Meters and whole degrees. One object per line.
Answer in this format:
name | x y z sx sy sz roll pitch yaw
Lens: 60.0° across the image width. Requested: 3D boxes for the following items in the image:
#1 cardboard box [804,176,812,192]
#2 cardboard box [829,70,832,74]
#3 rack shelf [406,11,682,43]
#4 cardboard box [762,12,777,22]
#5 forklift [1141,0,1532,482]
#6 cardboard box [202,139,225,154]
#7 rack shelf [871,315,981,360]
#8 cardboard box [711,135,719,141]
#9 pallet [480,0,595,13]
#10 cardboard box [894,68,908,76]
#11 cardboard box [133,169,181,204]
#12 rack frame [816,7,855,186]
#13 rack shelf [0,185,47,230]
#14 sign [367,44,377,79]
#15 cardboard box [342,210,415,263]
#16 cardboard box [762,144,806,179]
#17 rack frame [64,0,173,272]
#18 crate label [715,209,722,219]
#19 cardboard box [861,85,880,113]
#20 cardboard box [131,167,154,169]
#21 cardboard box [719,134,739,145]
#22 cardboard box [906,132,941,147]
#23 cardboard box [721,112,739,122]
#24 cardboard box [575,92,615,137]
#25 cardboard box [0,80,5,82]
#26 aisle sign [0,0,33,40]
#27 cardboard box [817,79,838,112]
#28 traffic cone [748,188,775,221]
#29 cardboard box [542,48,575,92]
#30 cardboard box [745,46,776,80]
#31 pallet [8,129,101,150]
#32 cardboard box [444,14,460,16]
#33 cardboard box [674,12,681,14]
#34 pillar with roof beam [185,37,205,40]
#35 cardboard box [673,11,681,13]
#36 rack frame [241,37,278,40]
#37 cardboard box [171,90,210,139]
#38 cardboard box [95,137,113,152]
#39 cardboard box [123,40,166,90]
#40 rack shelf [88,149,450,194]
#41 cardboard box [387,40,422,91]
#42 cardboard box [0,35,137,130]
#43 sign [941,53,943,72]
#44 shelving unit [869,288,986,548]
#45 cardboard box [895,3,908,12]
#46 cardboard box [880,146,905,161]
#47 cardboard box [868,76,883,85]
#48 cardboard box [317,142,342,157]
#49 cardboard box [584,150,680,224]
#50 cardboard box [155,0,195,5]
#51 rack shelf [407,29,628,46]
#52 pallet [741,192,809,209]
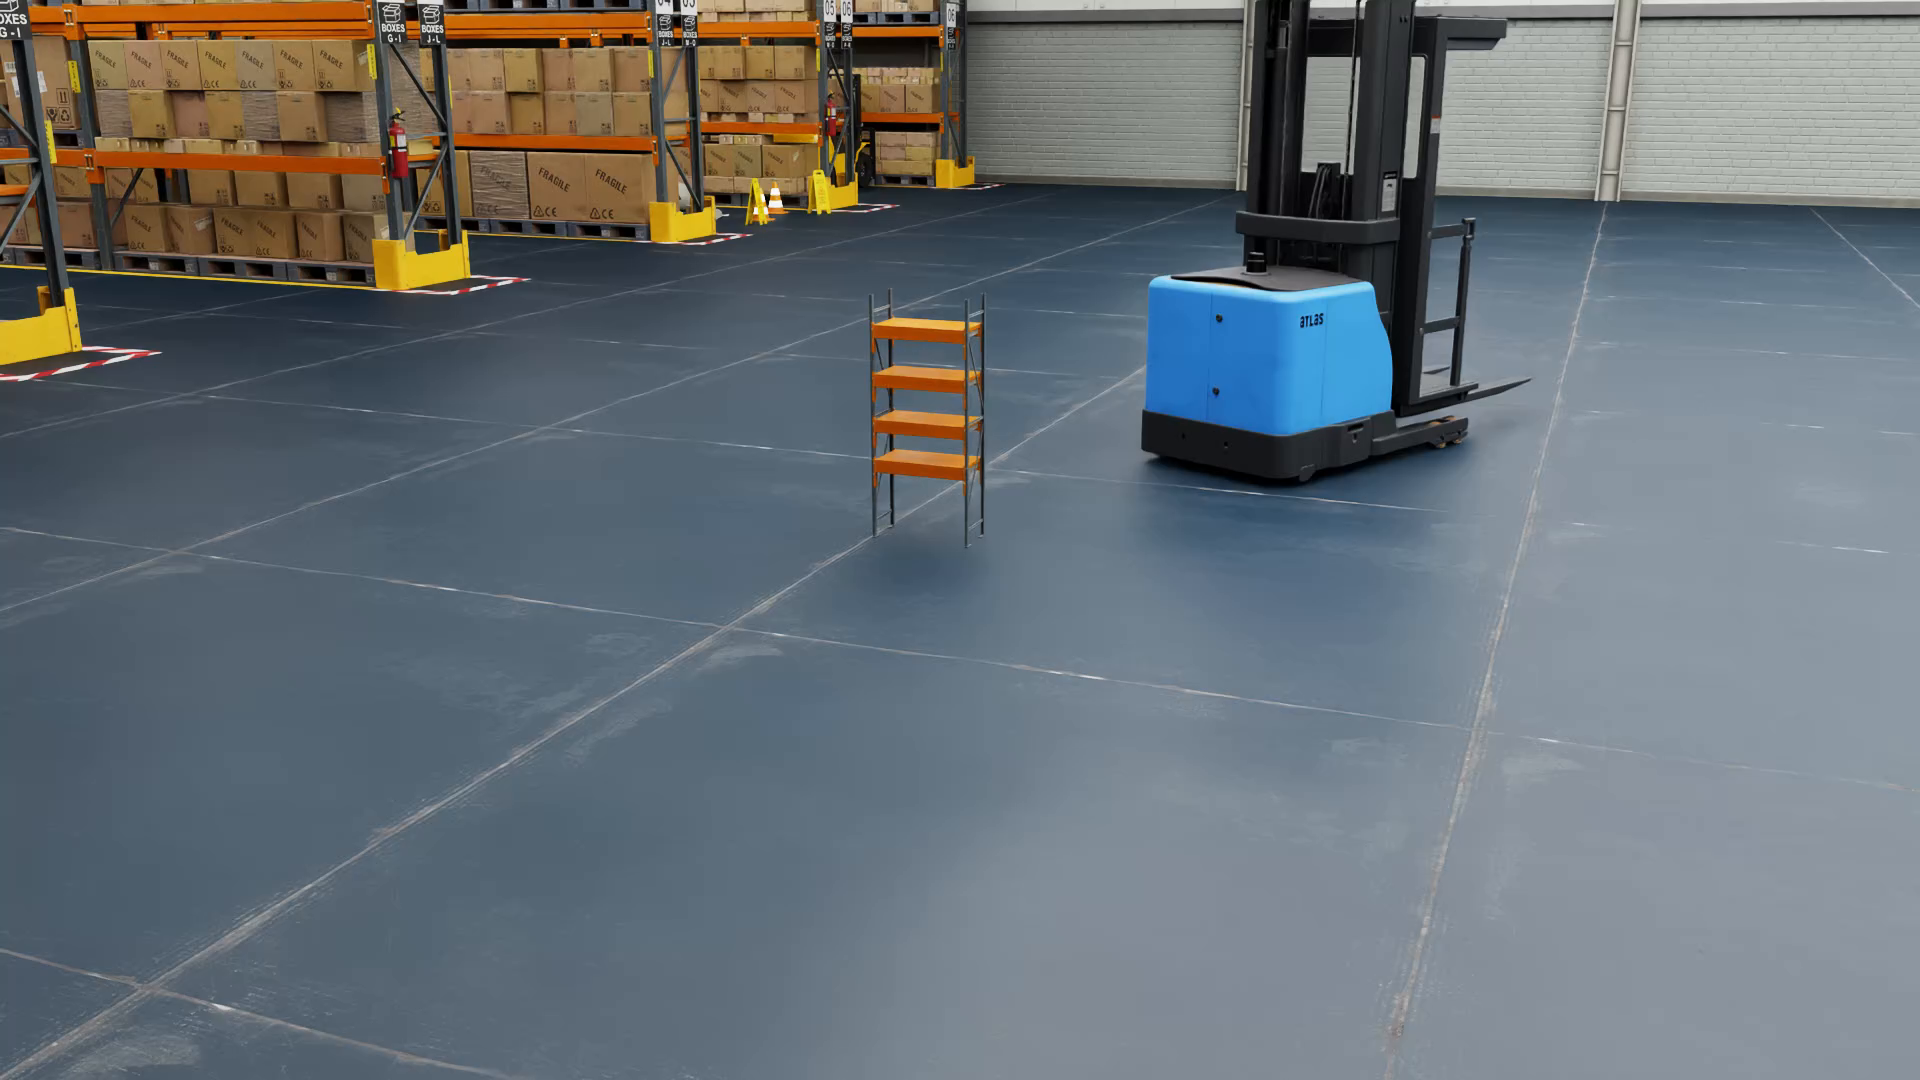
cardboard box | -2.576 -5.747 26.768 0.500 0.250 0.500 6 17 20
cardboard box | -2.416 -8.690 30.850 0.250 0.149 0.380 6 17 20
rack shelf | -5.510 -6.717 21.841 4.000 0.370 1.077 6 17 21
cardboard box | -2.840 -8.048 25.587 0.250 0.149 0.380 7 18 22
forklift | 2.483 -2.054 9.991 3.031 2.935 1.130 -15 22 -41
cardboard box | -7.795 -4.180 17.642 0.250 0.149 0.380 6 17 21
rack shelf | -0.154 -0.971 7.955 0.480 0.148 0.258 6 17 21
cardboard box | -4.320 -7.520 32.203 0.625 0.625 0.875 7 18 23
pallet | -5.482 -7.013 21.728 1.213 0.211 1.003 6 17 21
cardboard box | -1.014 -8.520 30.266 0.250 0.149 0.380 7 17 22
cardboard box | -11.800 -5.236 24.561 0.500 0.500 0.500 6 17 20
rack frame | -1.927 -6.711 25.911 0.127 3.000 1.000 6 17 21
rack shelf | -9.241 -2.716 13.438 4.000 0.370 1.077 6 17 21
sign | -5.786 -4.707 16.364 0.005 0.325 0.100 6 17 21
cardboard box | -6.138 -3.211 17.583 0.500 0.500 0.500 10 19 31
cardboard box | -2.768 -5.967 26.181 0.500 0.500 0.500 6 17 21
rack frame | -9.285 -4.550 18.468 0.127 3.000 1.000 6 17 21
crate label | -3.646 -4.788 24.420 0.298 0.136 0.250 -2 16 -8
cardboard box | -1.620 -8.137 30.643 0.500 0.500 0.500 6 17 20
cardboard box | -11.824 -5.599 24.465 0.500 0.250 0.500 6 17 19
cardboard box | -3.612 -6.353 26.346 0.250 0.149 0.380 7 18 23
cardboard box | -0.652 -7.327 30.416 0.500 0.250 0.500 7 18 22
cardboard box | -3.569 -6.686 26.275 0.250 0.149 0.380 6 17 20
cardboard box | -4.531 -5.566 21.697 0.550 0.550 0.875 6 17 21
cardboard box | -14.116 -6.798 24.840 0.250 0.149 0.380 6 17 21
aisle sign | -7.206 -4.174 12.507 0.004 0.787 0.394 6 17 21
cardboard box | -2.266 -7.023 26.271 0.500 0.500 0.500 6 17 20
traffic cone | -2.892 -4.880 24.153 0.334 0.463 0.336 6 17 21
cardboard box | -4.997 -6.181 21.878 0.550 0.550 0.875 6 17 21
cardboard box | -2.951 -7.432 25.887 0.500 0.500 0.700 6 17 21
pallet | -9.942 -4.574 18.894 1.213 0.211 1.003 6 17 21
cardboard box | -8.491 -8.919 27.955 0.500 0.500 0.700 6 17 21
cardboard box | -4.281 -8.190 26.076 0.250 0.149 0.380 6 17 20
pillar with roof beam | -18.751 -11.910 33.058 0.400 9.000 9.100 6 17 21
cardboard box | -4.395 -8.411 26.121 0.500 0.250 0.500 6 17 21
rack frame | -14.994 -9.636 35.985 0.127 3.000 1.000 6 17 21
cardboard box | -7.934 -4.594 17.905 0.500 0.500 0.875 6 17 21
cardboard box | -9.195 -4.330 18.158 0.250 0.149 0.380 6 17 21
cardboard box | -8.494 -5.059 17.712 0.500 0.500 0.500 6 17 21
rack shelf | -7.424 -4.000 17.863 4.000 0.370 1.077 6 17 21
cardboard box | -5.975 -4.939 17.301 0.500 0.500 0.500 6 17 21
cardboard box | -9.972 -5.158 18.731 1.000 1.000 1.000 6 17 21
sign | -0.322 -8.530 29.673 0.005 0.325 0.100 6 17 21
shelving unit | -0.154 -0.593 8.065 0.503 1.200 0.258 6 17 21
cardboard box | -0.992 -9.575 29.912 0.250 0.149 0.380 6 17 19
cardboard box | -1.140 -7.143 30.681 0.500 0.250 0.500 6 17 20
cardboard box | -1.495 -8.426 30.474 0.250 0.149 0.380 6 17 19
cardboard box | -6.388 -4.034 17.140 0.250 0.149 0.380 6 17 21
cardboard box | -4.305 -4.651 21.871 0.875 0.875 0.875 6 17 21
cardboard box | -8.008 -5.700 17.317 0.500 0.250 0.500 6 17 18
rack shelf | -7.509 -8.420 27.708 4.000 0.370 1.077 6 17 21
pallet | -2.741 -5.472 26.645 1.213 0.211 1.003 6 17 21
